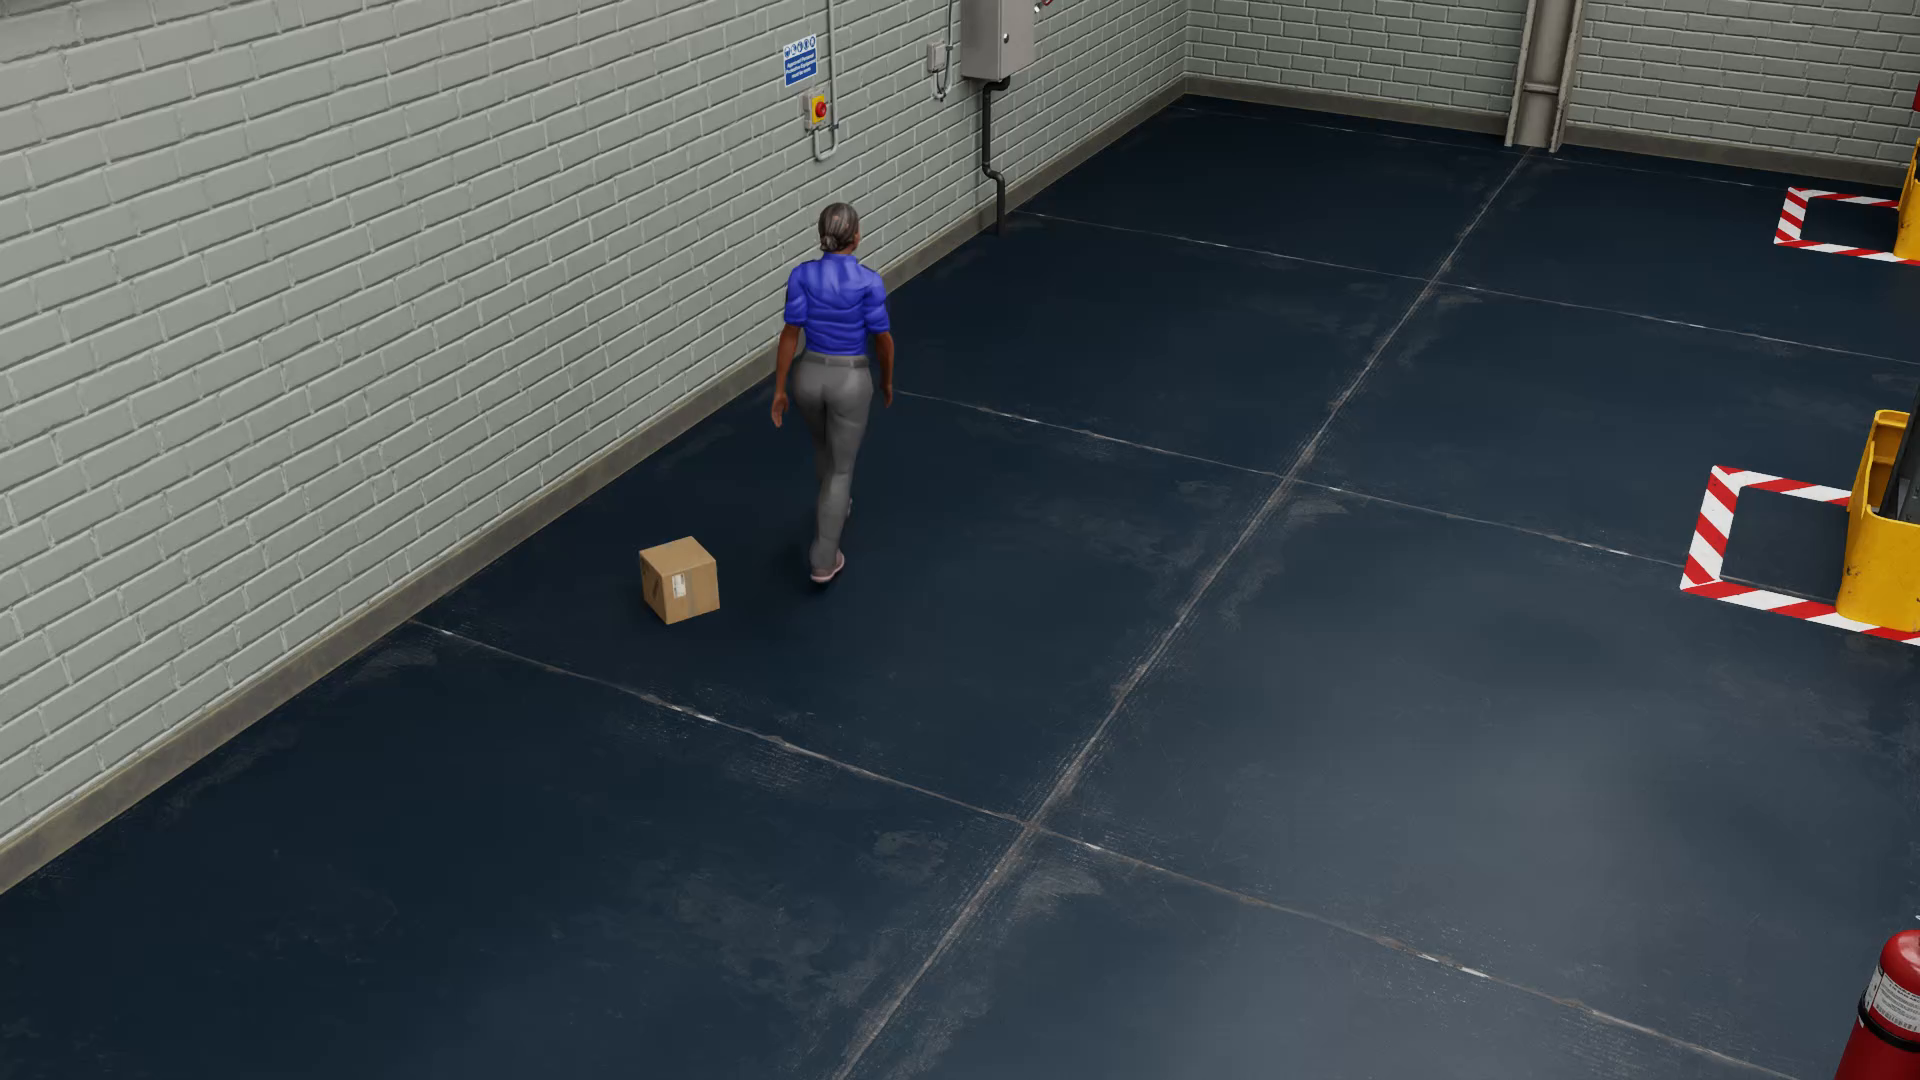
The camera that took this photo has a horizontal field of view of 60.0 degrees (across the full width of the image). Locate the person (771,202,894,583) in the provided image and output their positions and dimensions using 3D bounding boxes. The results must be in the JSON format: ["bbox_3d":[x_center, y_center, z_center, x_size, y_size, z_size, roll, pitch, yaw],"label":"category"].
[{"bbox_3d":[-0.529,-0.683,7.297,0.479,1.623,0.860,9,31,15],"label":"person"}]
